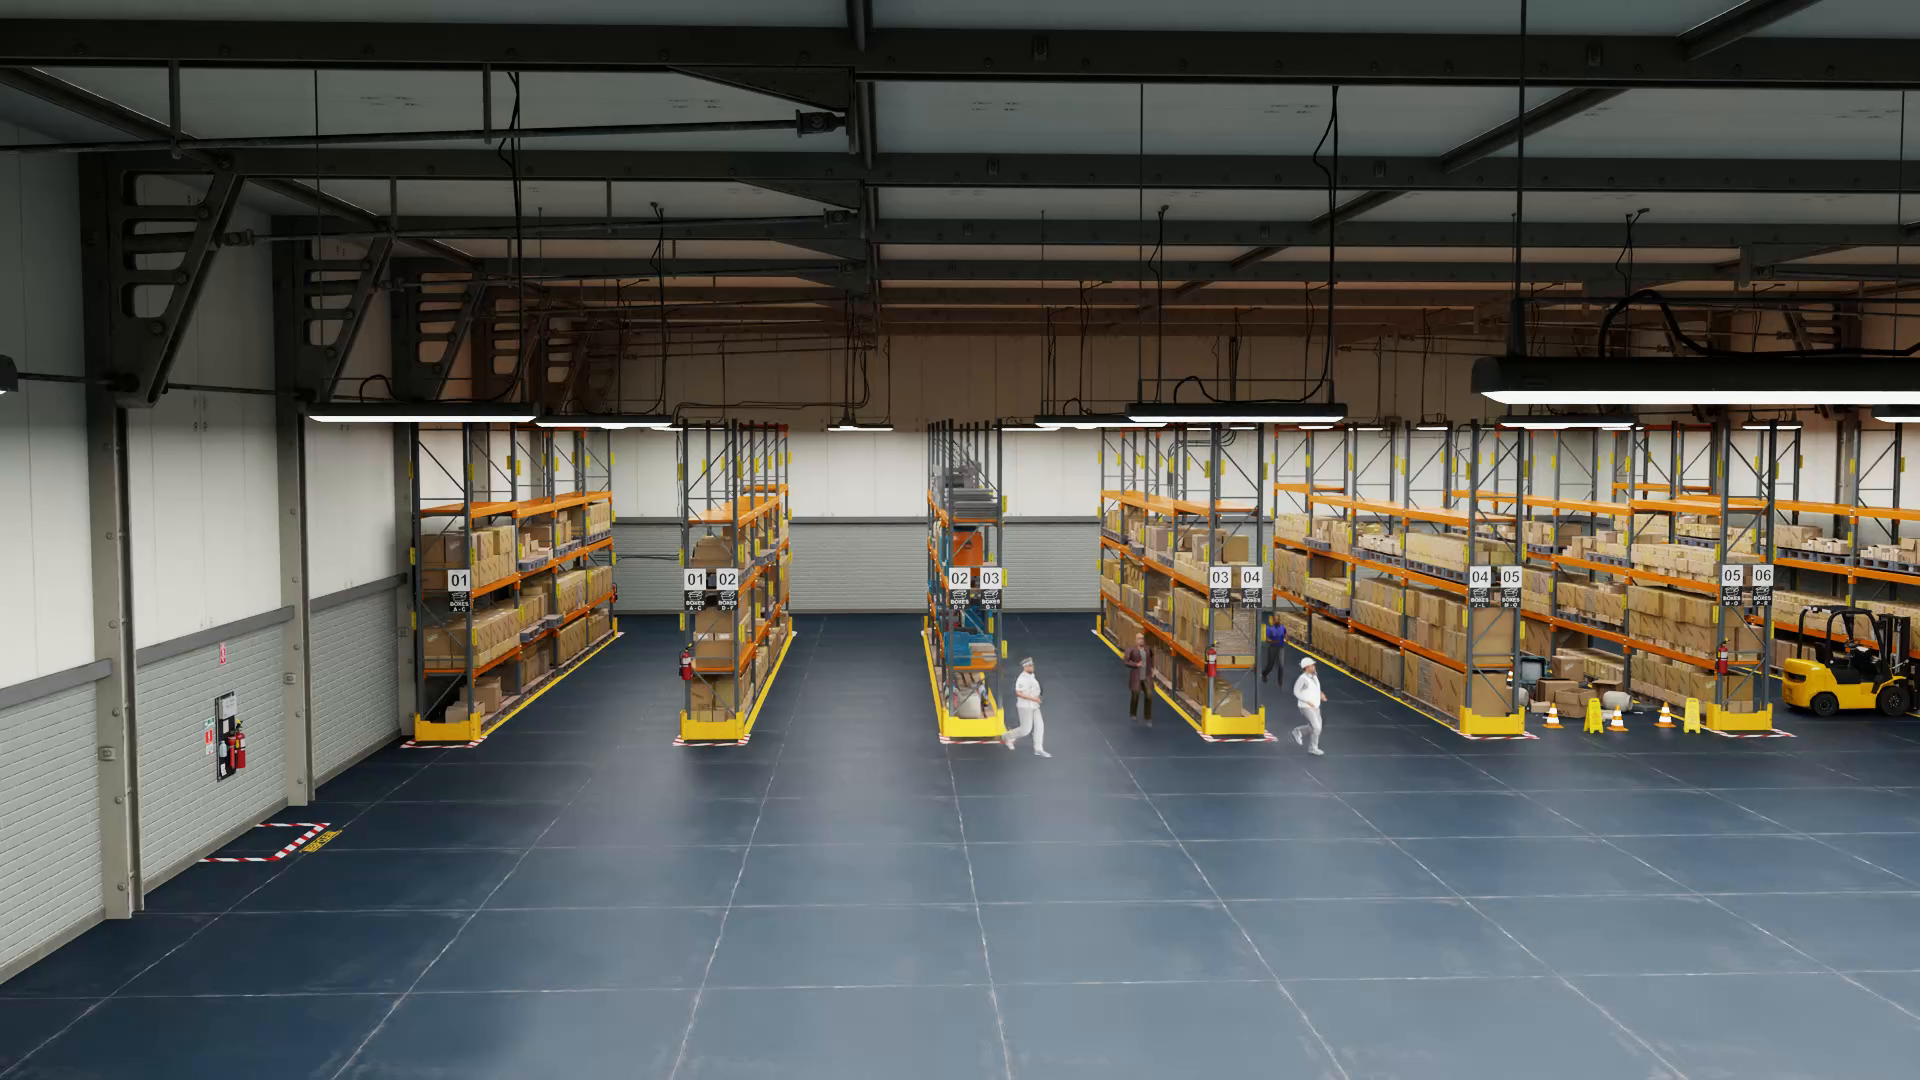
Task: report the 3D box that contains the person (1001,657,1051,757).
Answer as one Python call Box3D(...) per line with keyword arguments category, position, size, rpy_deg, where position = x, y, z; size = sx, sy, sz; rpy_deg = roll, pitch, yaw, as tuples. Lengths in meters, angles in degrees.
Box3D(category="person", position=(1.197, 2.954, 29.489), size=(0.890, 1.772, 0.676), rpy_deg=(2, 4, 27))

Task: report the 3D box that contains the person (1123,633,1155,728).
Box3D(category="person", position=(3.518, 2.751, 32.587), size=(0.698, 1.861, 0.788), rpy_deg=(-1, 4, -12))

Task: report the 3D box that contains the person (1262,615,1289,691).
Box3D(category="person", position=(7.100, 2.506, 37.387), size=(0.587, 1.673, 0.938), rpy_deg=(0, 4, -6))

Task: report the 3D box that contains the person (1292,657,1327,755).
Box3D(category="person", position=(6.184, 2.961, 29.763), size=(0.667, 1.739, 0.678), rpy_deg=(3, 5, 37))

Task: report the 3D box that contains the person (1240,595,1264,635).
Box3D(category="person", position=(7.798, 2.017, 44.599), size=(0.691, 1.674, 0.809), rpy_deg=(0, 4, 7))
